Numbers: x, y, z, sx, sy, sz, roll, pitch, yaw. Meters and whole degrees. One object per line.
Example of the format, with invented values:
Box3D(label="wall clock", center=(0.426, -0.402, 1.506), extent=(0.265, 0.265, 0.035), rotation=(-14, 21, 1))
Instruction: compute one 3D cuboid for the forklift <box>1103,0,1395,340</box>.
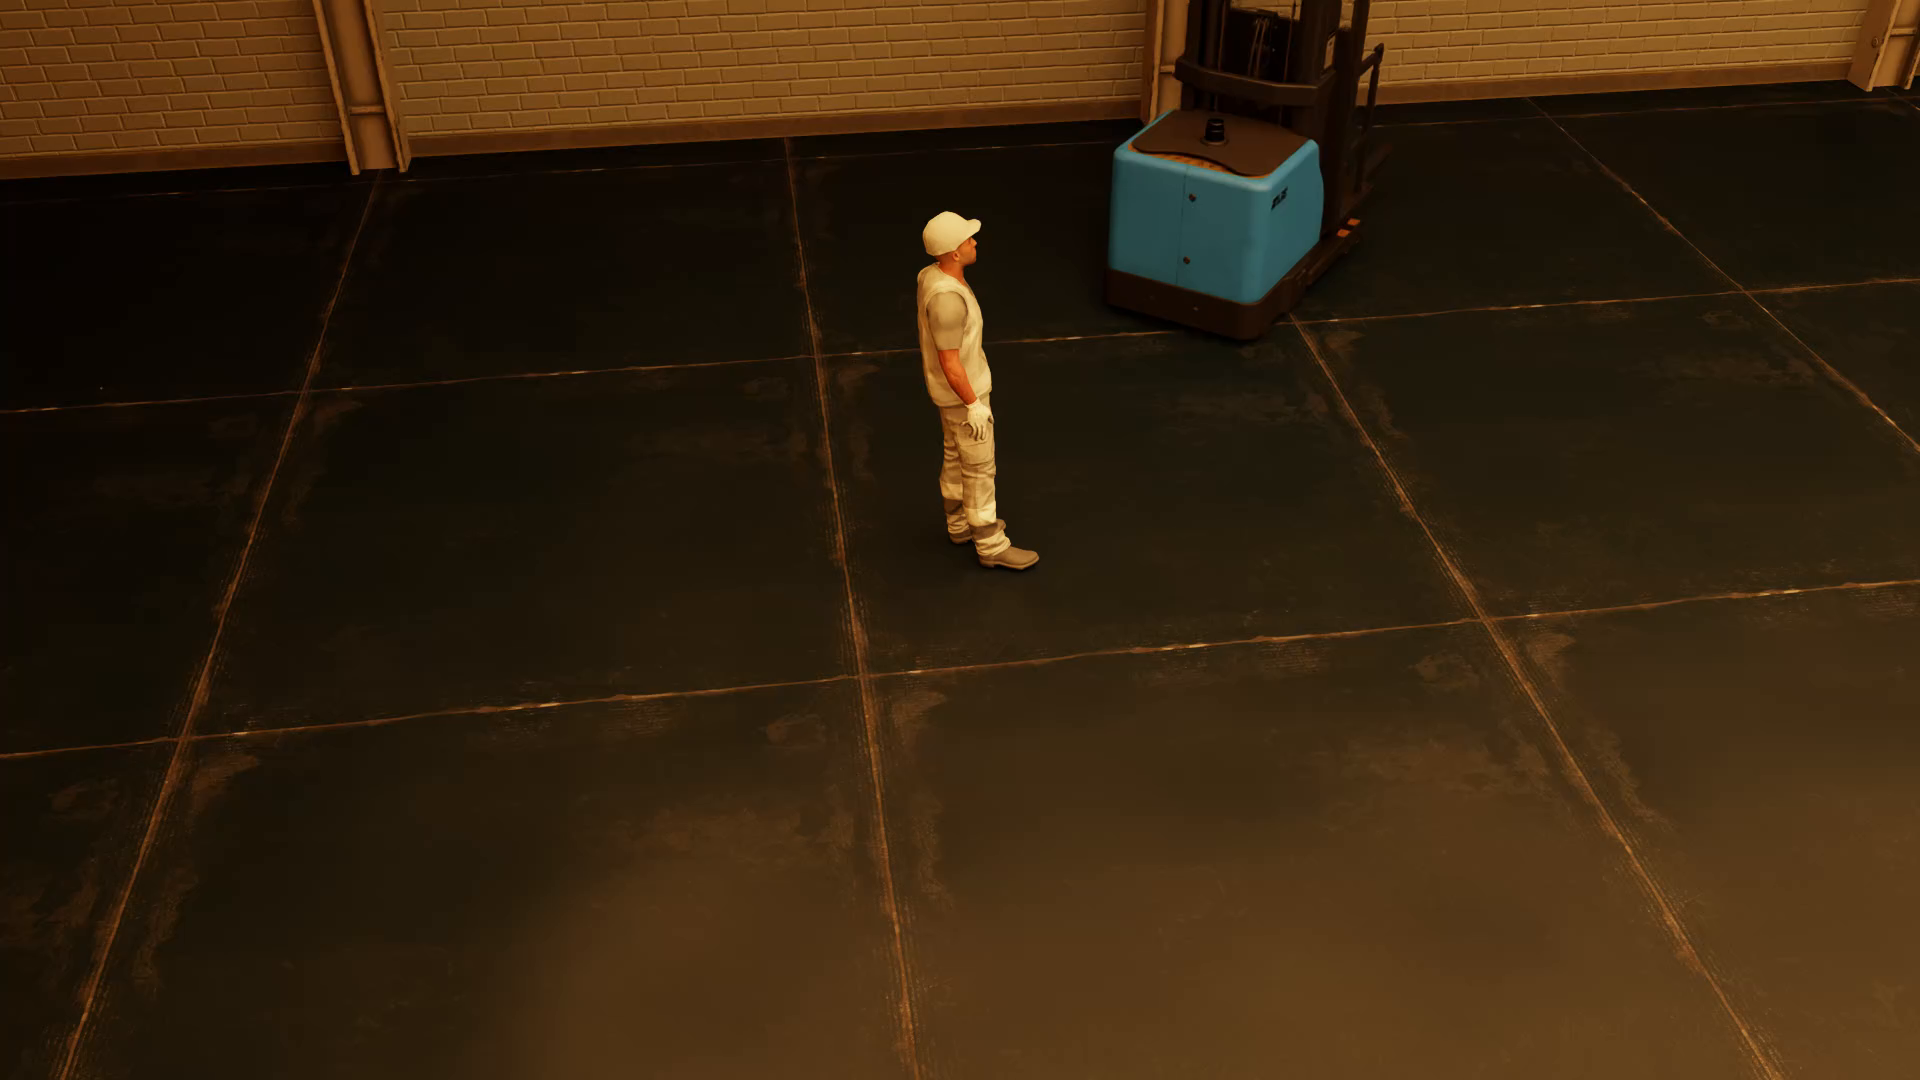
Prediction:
Box3D(label="forklift", center=(2.098, -3.236, 10.497), extent=(1.130, 2.935, 3.031), rotation=(20, 40, 25))

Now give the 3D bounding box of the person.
Box3D(label="person", center=(0.082, -0.730, 7.996), extent=(0.562, 1.790, 0.637), rotation=(-5, 36, -6))
